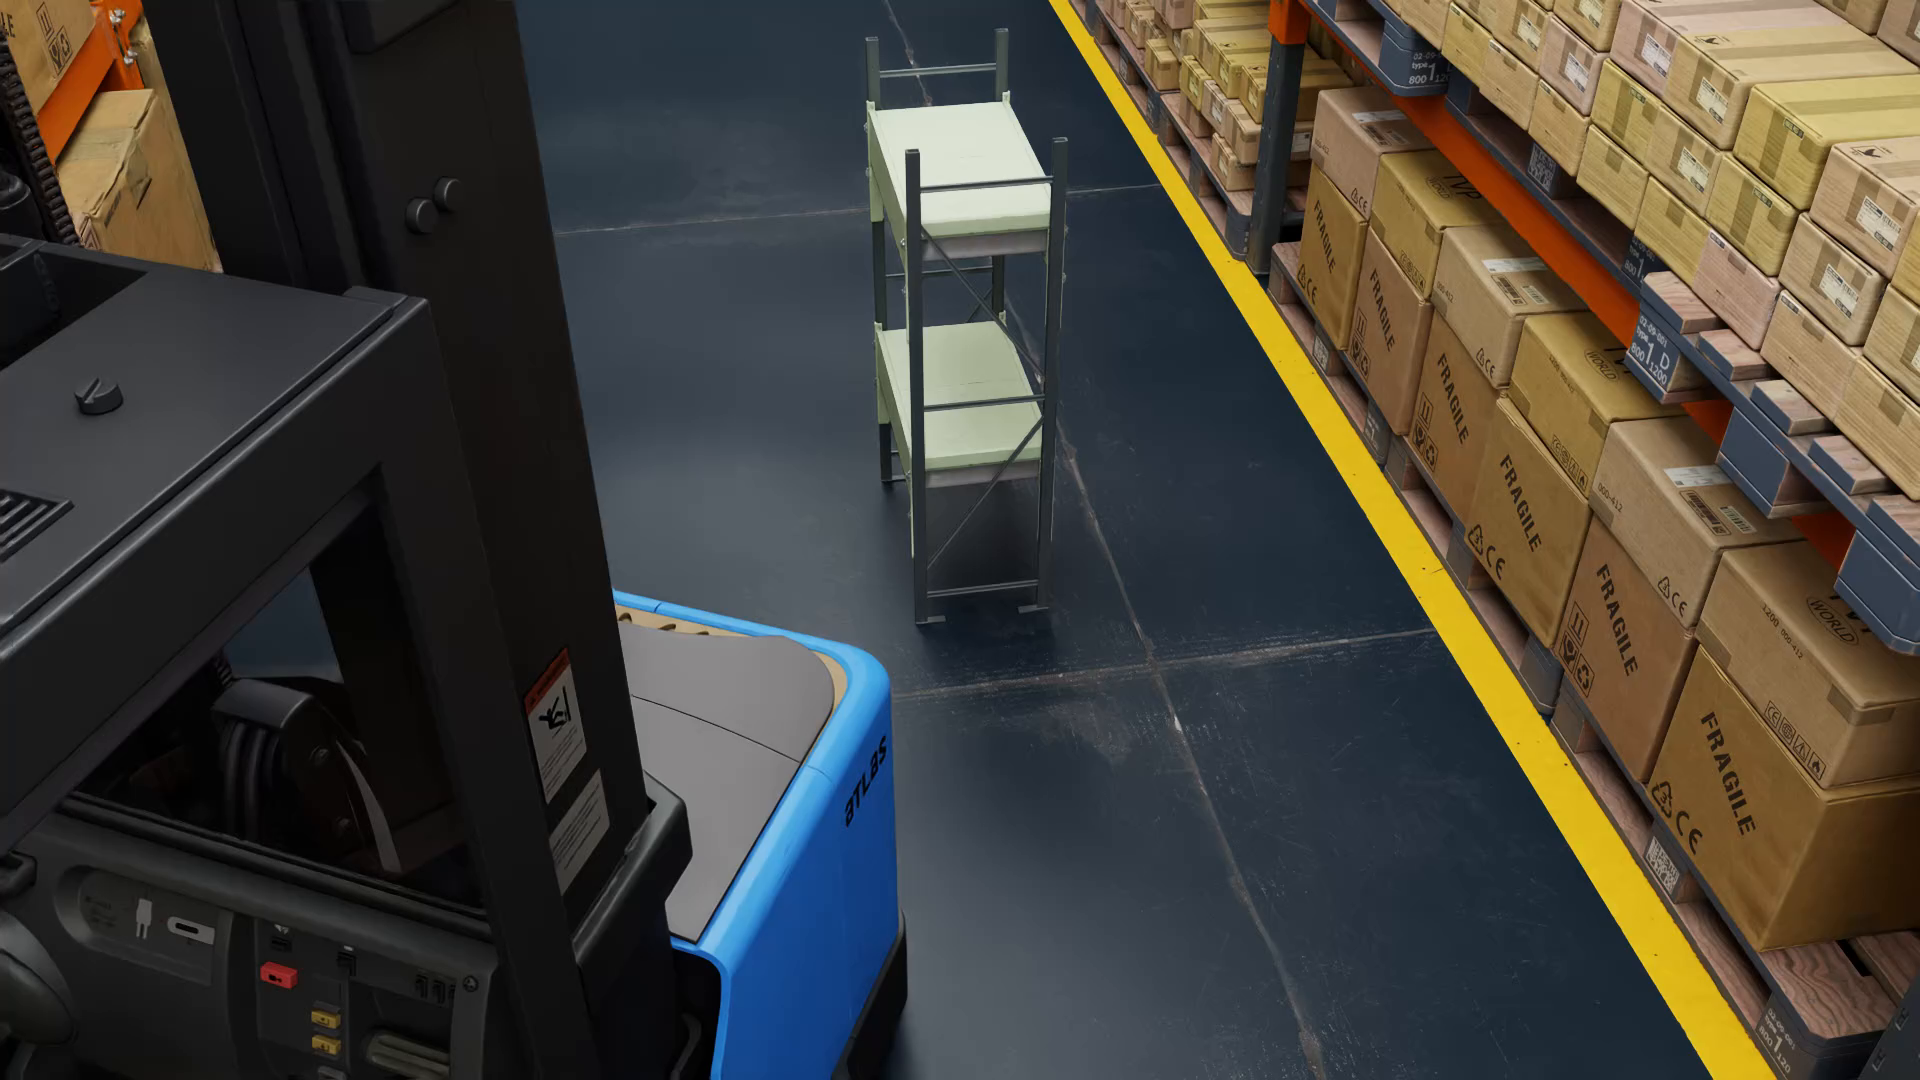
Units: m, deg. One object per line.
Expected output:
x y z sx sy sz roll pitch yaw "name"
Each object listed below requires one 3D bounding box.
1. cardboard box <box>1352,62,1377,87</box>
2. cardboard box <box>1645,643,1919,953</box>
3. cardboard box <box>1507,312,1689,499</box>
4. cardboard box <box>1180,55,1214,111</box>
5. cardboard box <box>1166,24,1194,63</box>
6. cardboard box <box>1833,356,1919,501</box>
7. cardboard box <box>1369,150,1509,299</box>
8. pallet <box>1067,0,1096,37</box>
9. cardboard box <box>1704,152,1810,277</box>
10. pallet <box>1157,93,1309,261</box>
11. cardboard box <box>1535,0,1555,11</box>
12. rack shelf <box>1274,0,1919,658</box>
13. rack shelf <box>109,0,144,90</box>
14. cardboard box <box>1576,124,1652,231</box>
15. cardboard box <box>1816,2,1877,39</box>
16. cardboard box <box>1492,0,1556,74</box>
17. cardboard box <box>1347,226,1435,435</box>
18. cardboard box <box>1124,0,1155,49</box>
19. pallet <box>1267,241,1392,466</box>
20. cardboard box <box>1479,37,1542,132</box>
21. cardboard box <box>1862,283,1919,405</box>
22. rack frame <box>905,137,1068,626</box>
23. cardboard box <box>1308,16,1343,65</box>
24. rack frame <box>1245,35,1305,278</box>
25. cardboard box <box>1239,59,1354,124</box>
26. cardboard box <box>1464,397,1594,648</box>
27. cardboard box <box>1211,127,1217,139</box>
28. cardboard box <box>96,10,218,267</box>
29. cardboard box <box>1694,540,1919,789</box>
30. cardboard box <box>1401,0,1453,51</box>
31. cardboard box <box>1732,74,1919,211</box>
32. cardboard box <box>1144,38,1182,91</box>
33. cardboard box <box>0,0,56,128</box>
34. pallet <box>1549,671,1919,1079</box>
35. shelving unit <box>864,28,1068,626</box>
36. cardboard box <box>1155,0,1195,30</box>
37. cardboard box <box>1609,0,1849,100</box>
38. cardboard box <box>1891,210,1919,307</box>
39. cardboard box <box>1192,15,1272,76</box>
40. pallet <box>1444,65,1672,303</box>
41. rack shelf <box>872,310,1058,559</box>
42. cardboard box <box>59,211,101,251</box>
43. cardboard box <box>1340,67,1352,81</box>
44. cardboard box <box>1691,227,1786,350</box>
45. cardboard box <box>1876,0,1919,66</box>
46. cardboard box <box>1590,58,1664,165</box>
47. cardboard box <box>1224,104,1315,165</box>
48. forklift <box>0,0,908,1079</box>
1.791 -1.822 6.647 0.380 0.149 0.250 -5 38 -6 "cardboard box"
1.976 0.551 3.791 0.500 0.500 0.500 -6 38 -8 "cardboard box"
1.798 -0.373 4.369 0.500 0.250 0.500 -5 38 -7 "cardboard box"
1.156 -1.952 7.057 0.380 0.149 0.250 -7 38 -10 "cardboard box"
1.144 -2.266 7.461 0.380 0.149 0.250 -5 38 -7 "cardboard box"
1.810 -0.216 2.945 0.380 0.149 0.250 -6 38 -7 "cardboard box"
1.613 -0.995 5.170 0.500 0.250 0.500 -5 38 -7 "cardboard box"
1.067 -3.091 9.057 1.003 0.211 1.213 -6 38 -8 "pallet"
1.717 -0.654 3.267 0.380 0.149 0.250 -5 38 -7 "cardboard box"
1.495 -1.617 7.160 1.003 0.211 1.213 -6 38 -8 "pallet"
1.542 -1.387 3.968 0.380 0.149 0.250 -5 38 -7 "cardboard box"
1.998 -0.825 4.453 1.077 0.370 4.000 -6 38 -8 "rack shelf"
-3.604 -2.768 6.954 1.077 0.370 4.000 -6 38 -8 "rack shelf"
1.634 -0.835 3.742 0.380 0.149 0.250 -8 39 -10 "cardboard box"
2.235 -1.176 3.939 0.380 0.149 0.250 -7 38 -8 "cardboard box"
1.540 -1.269 4.058 0.380 0.149 0.250 -7 38 -9 "cardboard box"
1.611 -0.701 5.403 0.500 0.500 0.500 -5 38 -6 "cardboard box"
1.008 -2.489 7.990 0.380 0.149 0.250 -6 38 -8 "cardboard box"
1.786 -0.745 6.037 1.003 0.211 1.213 -6 38 -8 "pallet"
1.539 -1.155 4.154 0.380 0.149 0.250 -8 39 -10 "cardboard box"
1.814 -0.334 2.855 0.380 0.149 0.250 -5 38 -7 "cardboard box"
0.065 -0.367 4.500 0.400 1.500 0.023 -6 38 -8 "rack frame"
1.709 -2.142 7.059 0.380 0.149 0.250 -7 38 -9 "cardboard box"
1.648 -2.317 5.787 1.000 3.000 0.127 -6 38 -8 "rack frame"
1.329 -1.778 6.591 0.380 0.149 0.250 -5 38 -7 "cardboard box"
1.780 -0.080 4.604 0.500 0.500 0.500 -8 39 -10 "cardboard box"
1.280 -1.723 7.004 0.380 0.149 0.250 -5 38 -7 "cardboard box"
-3.290 -1.578 6.226 0.875 0.875 0.875 -6 38 -8 "cardboard box"
1.971 0.240 3.580 0.500 0.250 0.500 -7 38 -9 "cardboard box"
1.446 -1.472 4.562 0.380 0.149 0.250 -8 39 -10 "cardboard box"
1.724 -0.759 3.160 0.380 0.149 0.250 -5 38 -7 "cardboard box"
1.062 -2.182 7.595 0.380 0.149 0.250 -6 38 -8 "cardboard box"
-2.822 -1.331 4.437 0.500 0.500 0.500 -5 38 -7 "cardboard box"
2.213 0.728 4.140 1.003 0.211 1.213 -6 38 -8 "pallet"
0.001 -0.588 4.785 0.431 1.500 0.755 -6 38 -8 "shelving unit"
1.087 -2.397 7.387 0.380 0.149 0.250 -8 39 -10 "cardboard box"
1.637 -1.066 3.555 0.380 0.149 0.250 -6 38 -8 "cardboard box"
1.812 -0.449 2.760 0.380 0.149 0.250 -8 38 -10 "cardboard box"
1.195 -2.078 6.976 0.380 0.149 0.250 -7 38 -8 "cardboard box"
1.962 -1.016 4.269 1.003 0.211 1.213 -6 38 -8 "pallet"
0.001 -0.331 4.985 0.431 0.370 0.720 -6 38 -8 "rack shelf"
-2.964 -0.247 4.512 1.225 0.875 0.875 -7 38 -10 "cardboard box"
1.767 -1.871 6.952 0.380 0.149 0.250 -6 38 -8 "cardboard box"
1.723 -0.521 3.338 0.380 0.149 0.250 -6 38 -7 "cardboard box"
2.275 -1.136 3.645 0.380 0.149 0.250 -5 38 -6 "cardboard box"
1.632 -0.956 3.655 0.380 0.149 0.250 -6 38 -8 "cardboard box"
1.280 -1.630 6.642 0.380 0.149 0.250 -6 38 -7 "cardboard box"
-1.080 0.667 2.002 1.130 2.935 3.031 12 39 15 "forklift"
